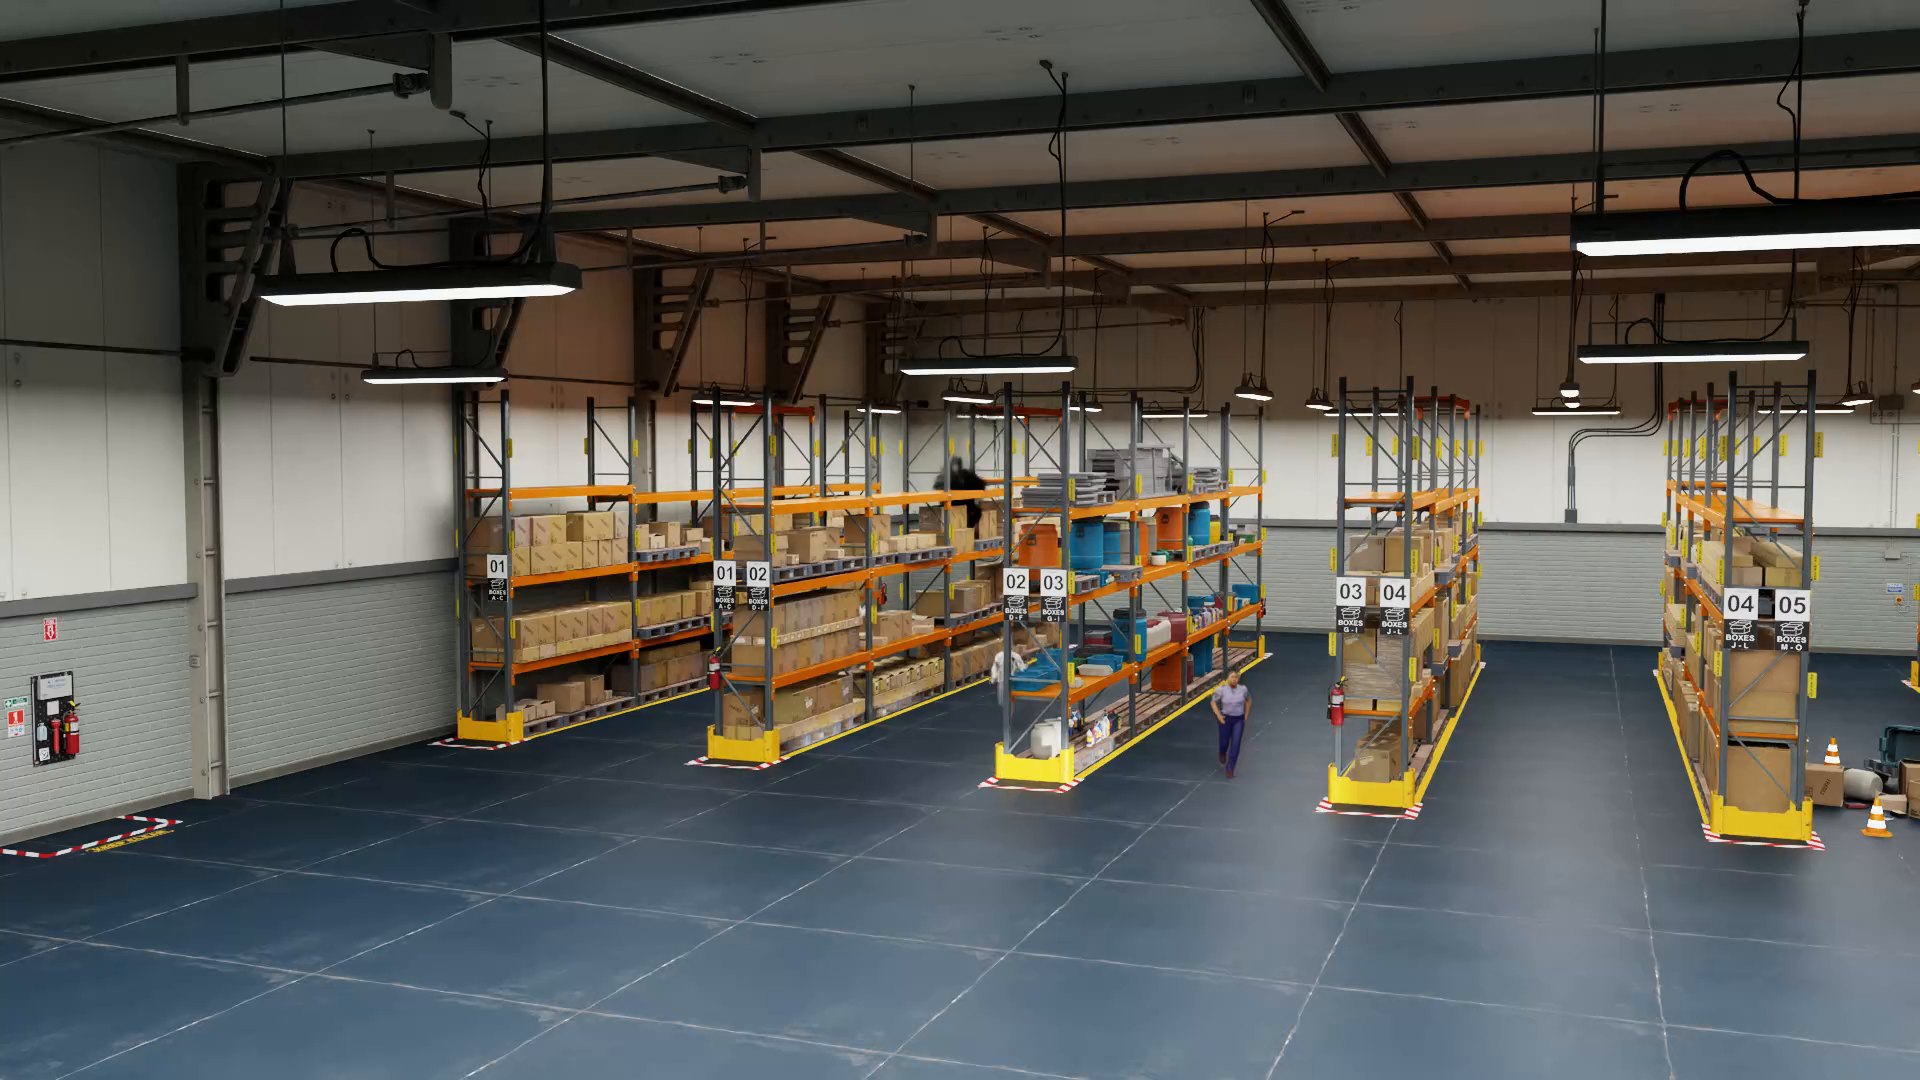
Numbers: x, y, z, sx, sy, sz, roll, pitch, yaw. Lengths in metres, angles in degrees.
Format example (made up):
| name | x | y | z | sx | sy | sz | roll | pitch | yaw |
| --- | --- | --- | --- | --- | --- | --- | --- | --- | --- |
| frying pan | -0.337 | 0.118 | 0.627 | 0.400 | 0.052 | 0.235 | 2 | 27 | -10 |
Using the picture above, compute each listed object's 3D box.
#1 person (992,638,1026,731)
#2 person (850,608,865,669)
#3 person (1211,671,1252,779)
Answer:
| name | x | y | z | sx | sy | sz | roll | pitch | yaw |
| --- | --- | --- | --- | --- | --- | --- | --- | --- | --- |
| person | 0.867 | 2.553 | 29.754 | 0.625 | 1.670 | 0.588 | 1 | 3 | 17 |
| person | -2.310 | 2.119 | 36.780 | 0.688 | 1.766 | 0.831 | 1 | 3 | 21 |
| person | 4.169 | 2.811 | 25.544 | 0.630 | 1.617 | 0.751 | 0 | 3 | 0 |
